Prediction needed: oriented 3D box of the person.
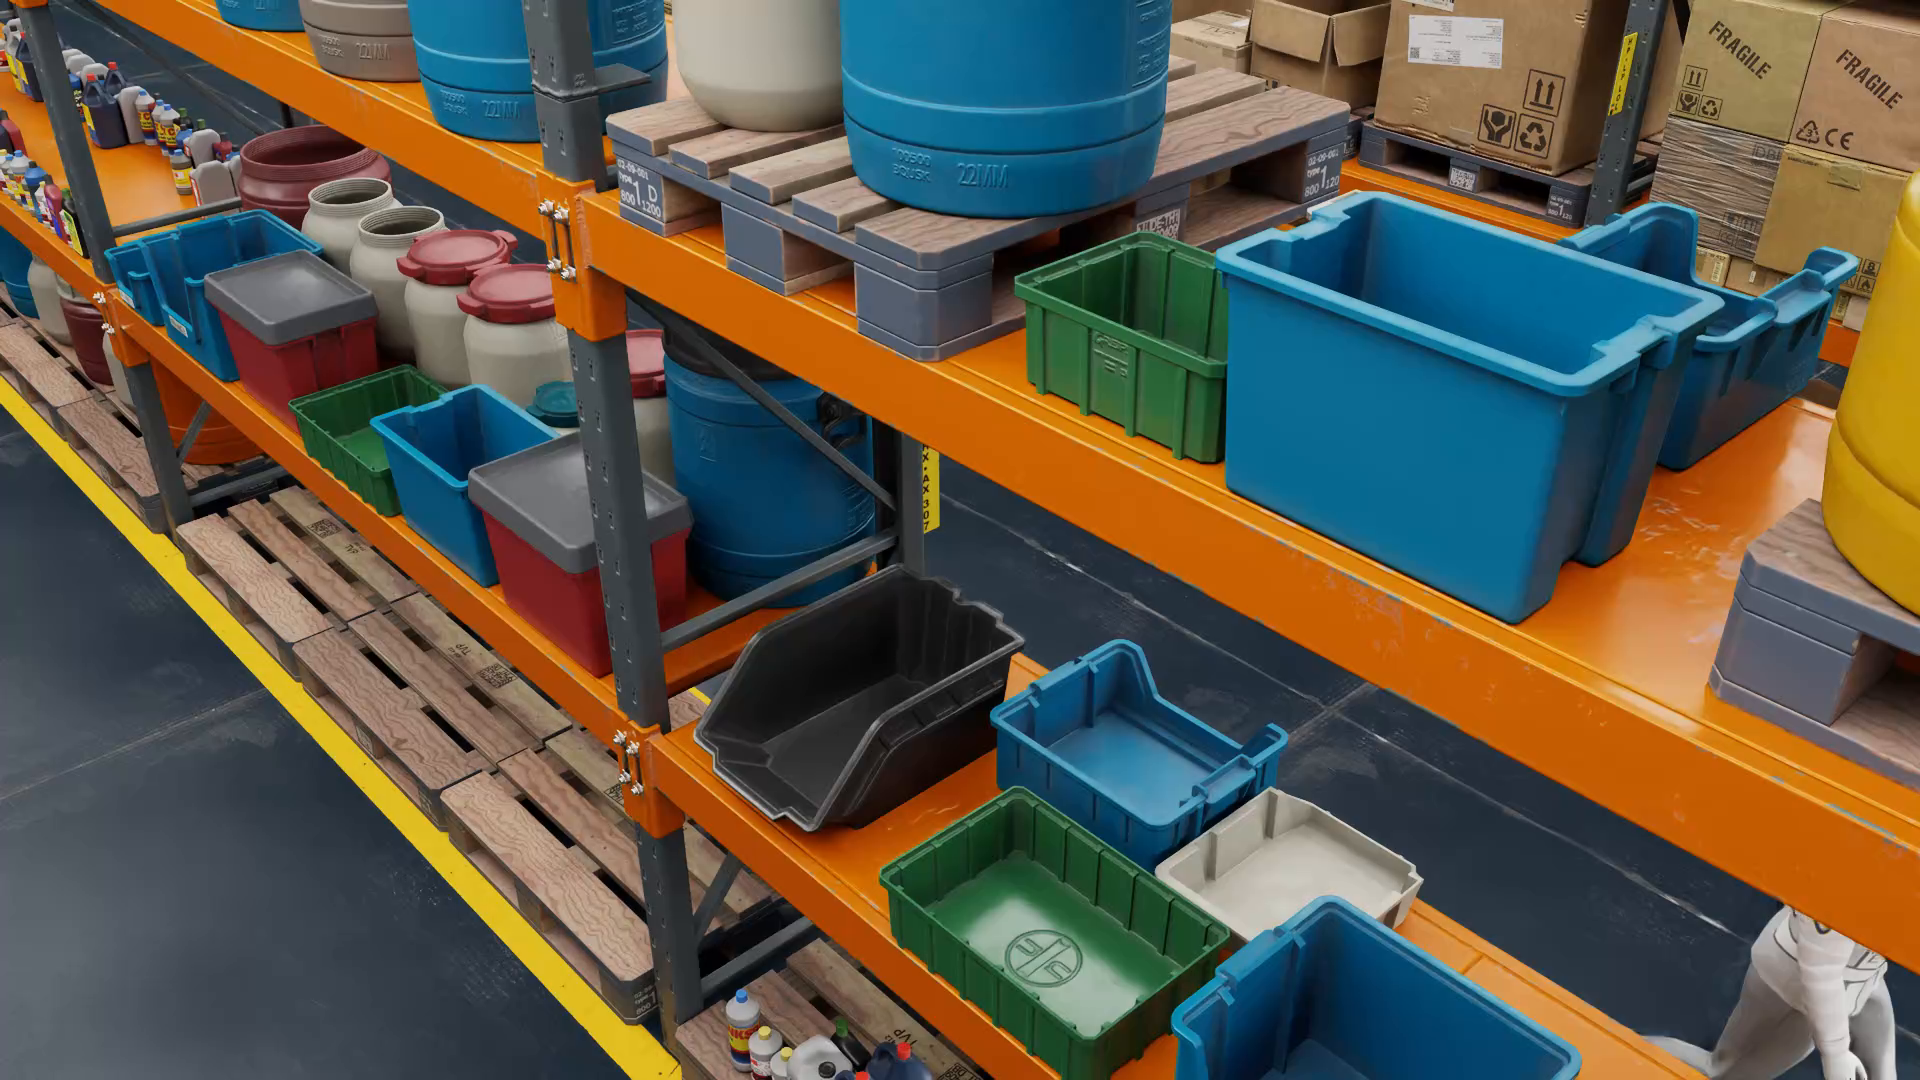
[{"bbox_3d":[2.193,1.112,4.319,0.948,1.639,0.514,28,41,37],"label":"person"}]
